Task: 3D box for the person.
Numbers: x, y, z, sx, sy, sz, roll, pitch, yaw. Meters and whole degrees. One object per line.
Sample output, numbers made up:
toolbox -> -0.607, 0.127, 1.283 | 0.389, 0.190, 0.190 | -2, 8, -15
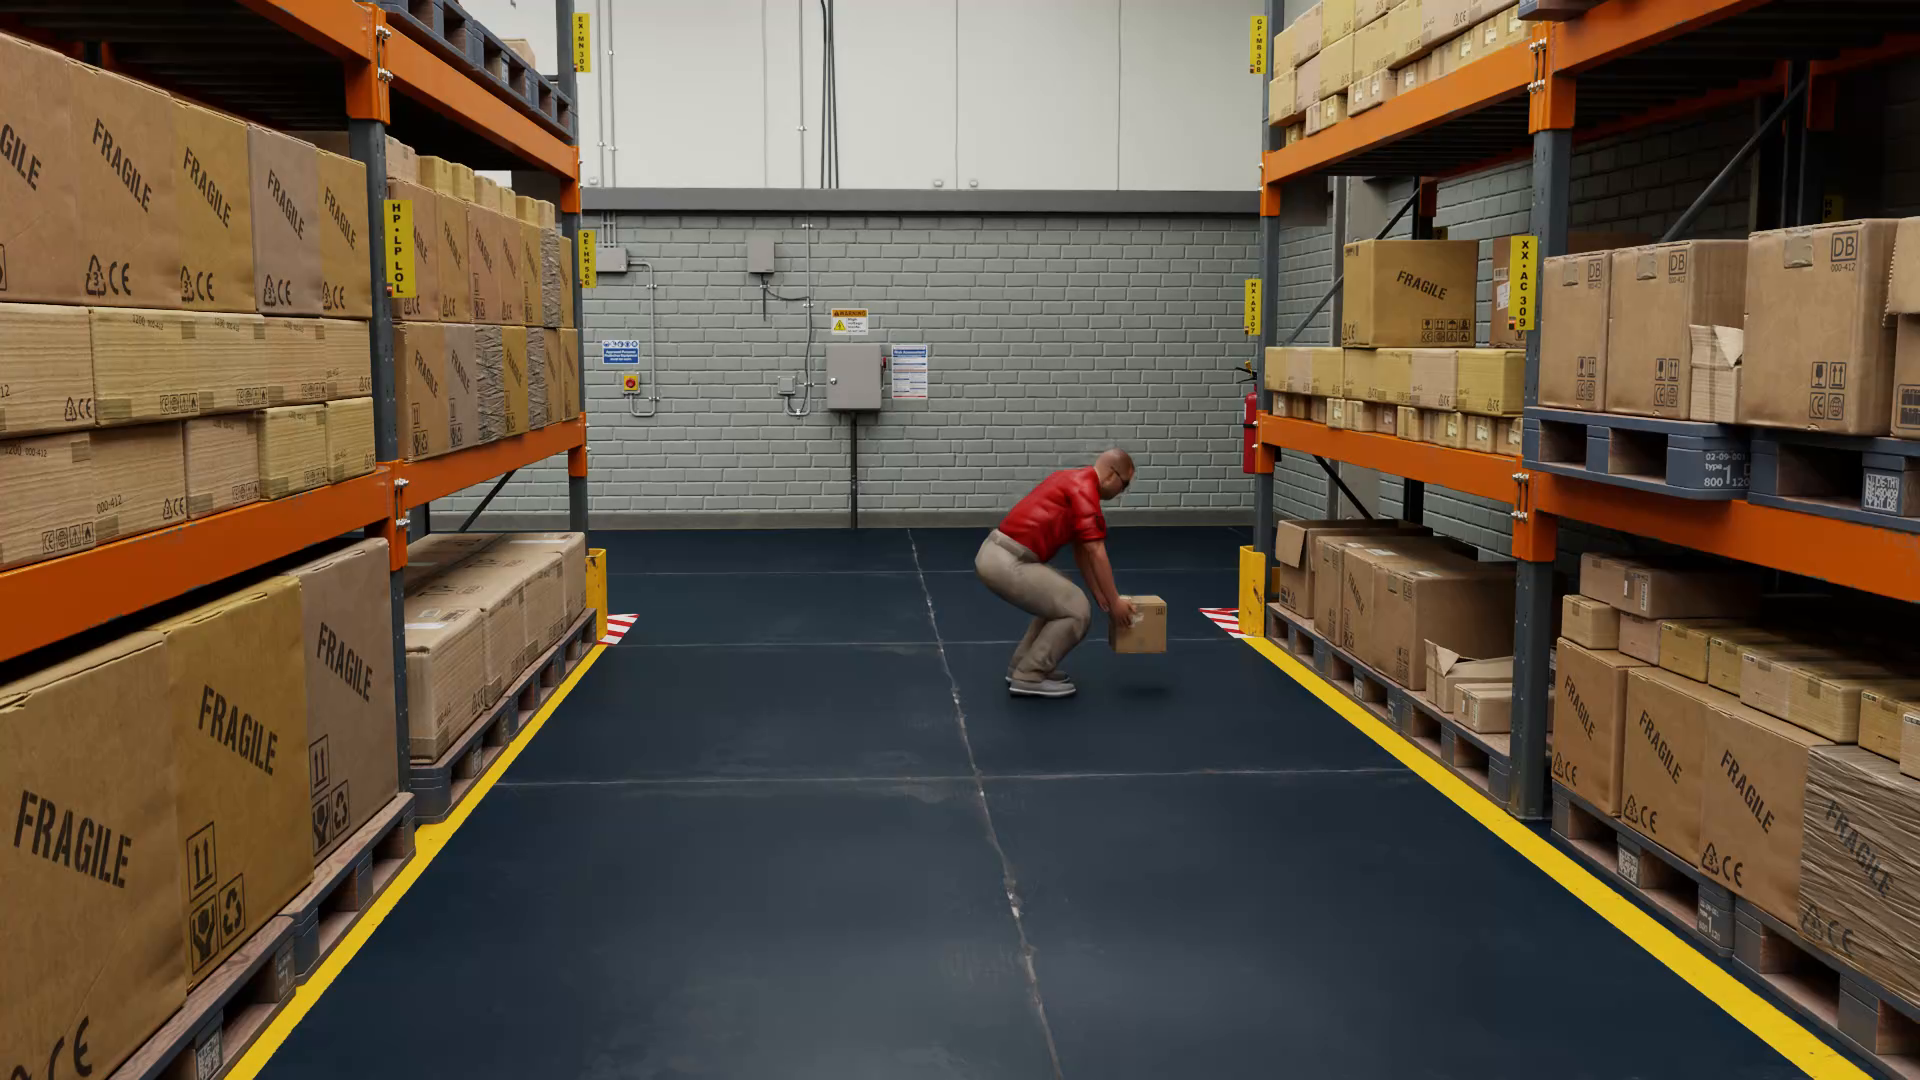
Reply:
person -> 0.473, 0.147, 8.301 | 0.798, 1.208, 0.581 | 0, 7, -4
